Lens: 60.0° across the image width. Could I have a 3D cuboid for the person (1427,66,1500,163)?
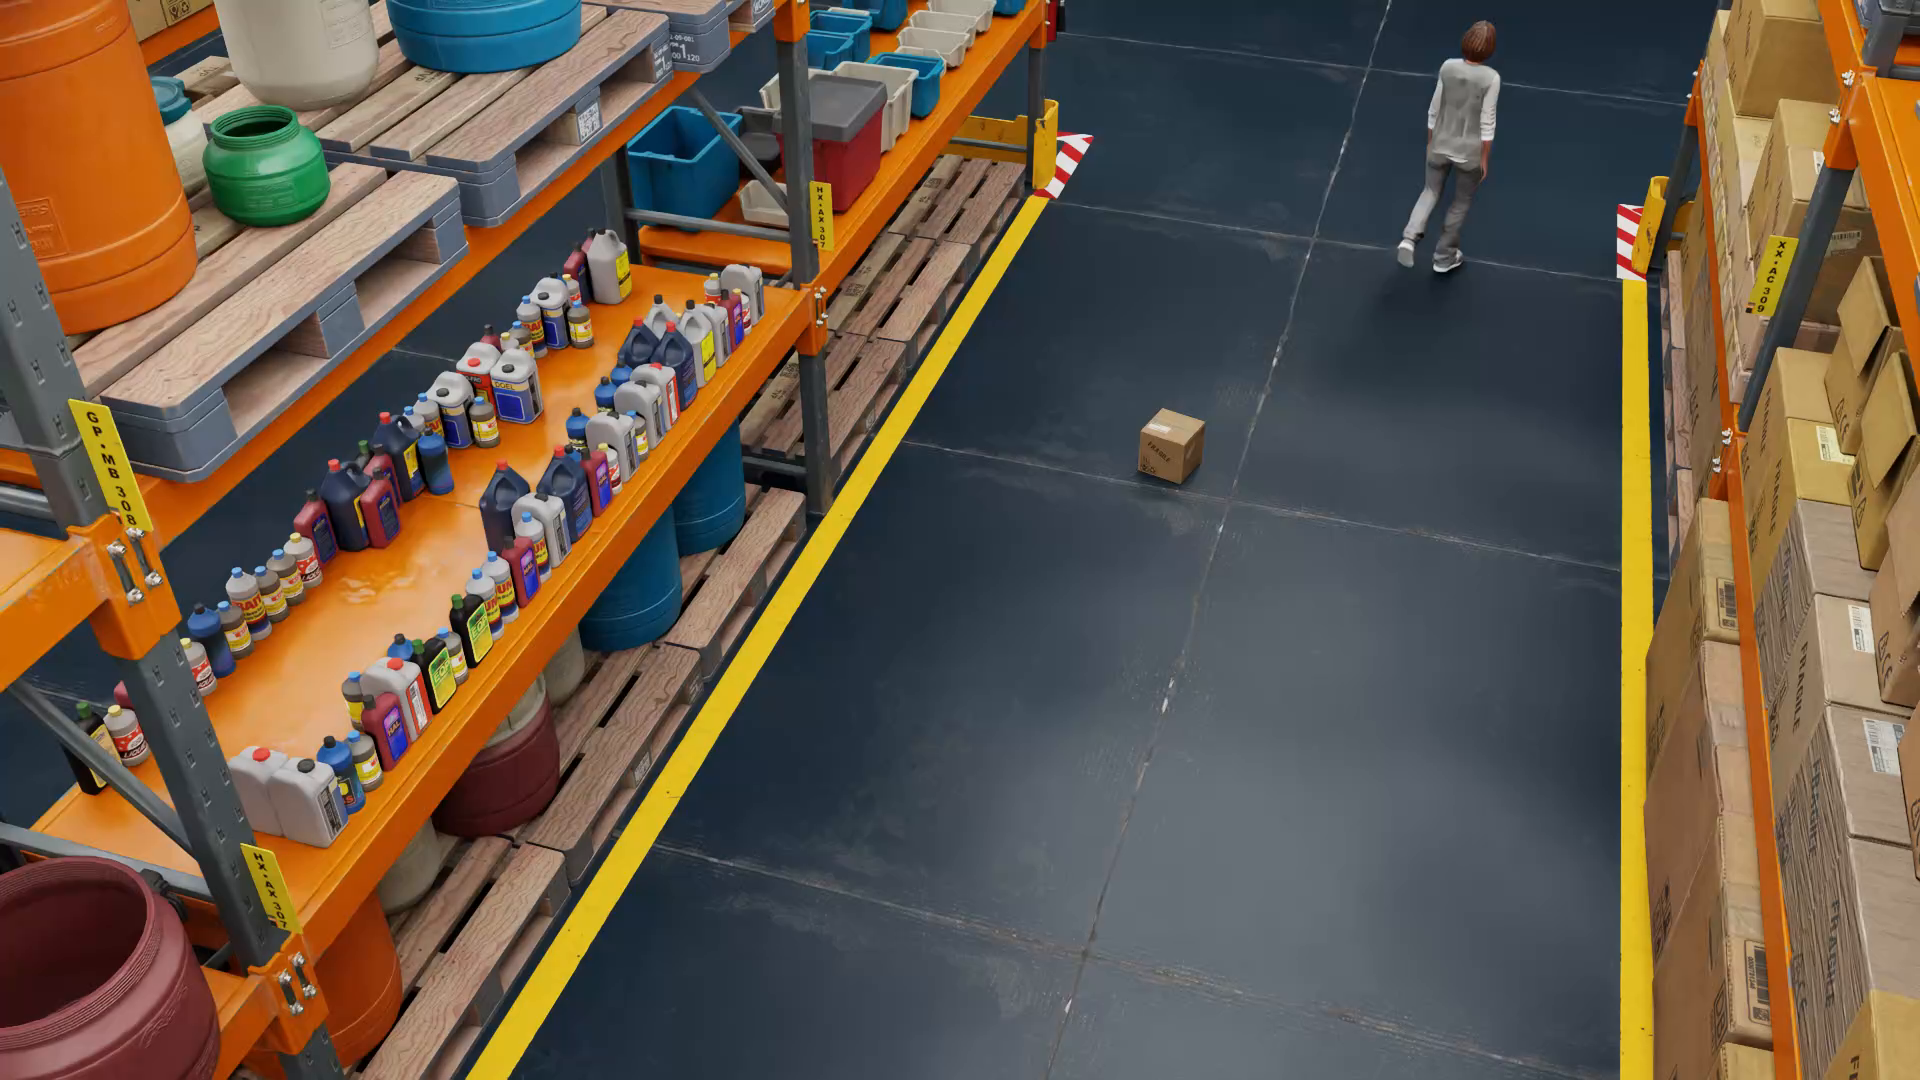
[{"bbox_3d":[2.942,-2.520,9.694,0.417,0.543,0.278,23,43,27],"label":"person"}]
